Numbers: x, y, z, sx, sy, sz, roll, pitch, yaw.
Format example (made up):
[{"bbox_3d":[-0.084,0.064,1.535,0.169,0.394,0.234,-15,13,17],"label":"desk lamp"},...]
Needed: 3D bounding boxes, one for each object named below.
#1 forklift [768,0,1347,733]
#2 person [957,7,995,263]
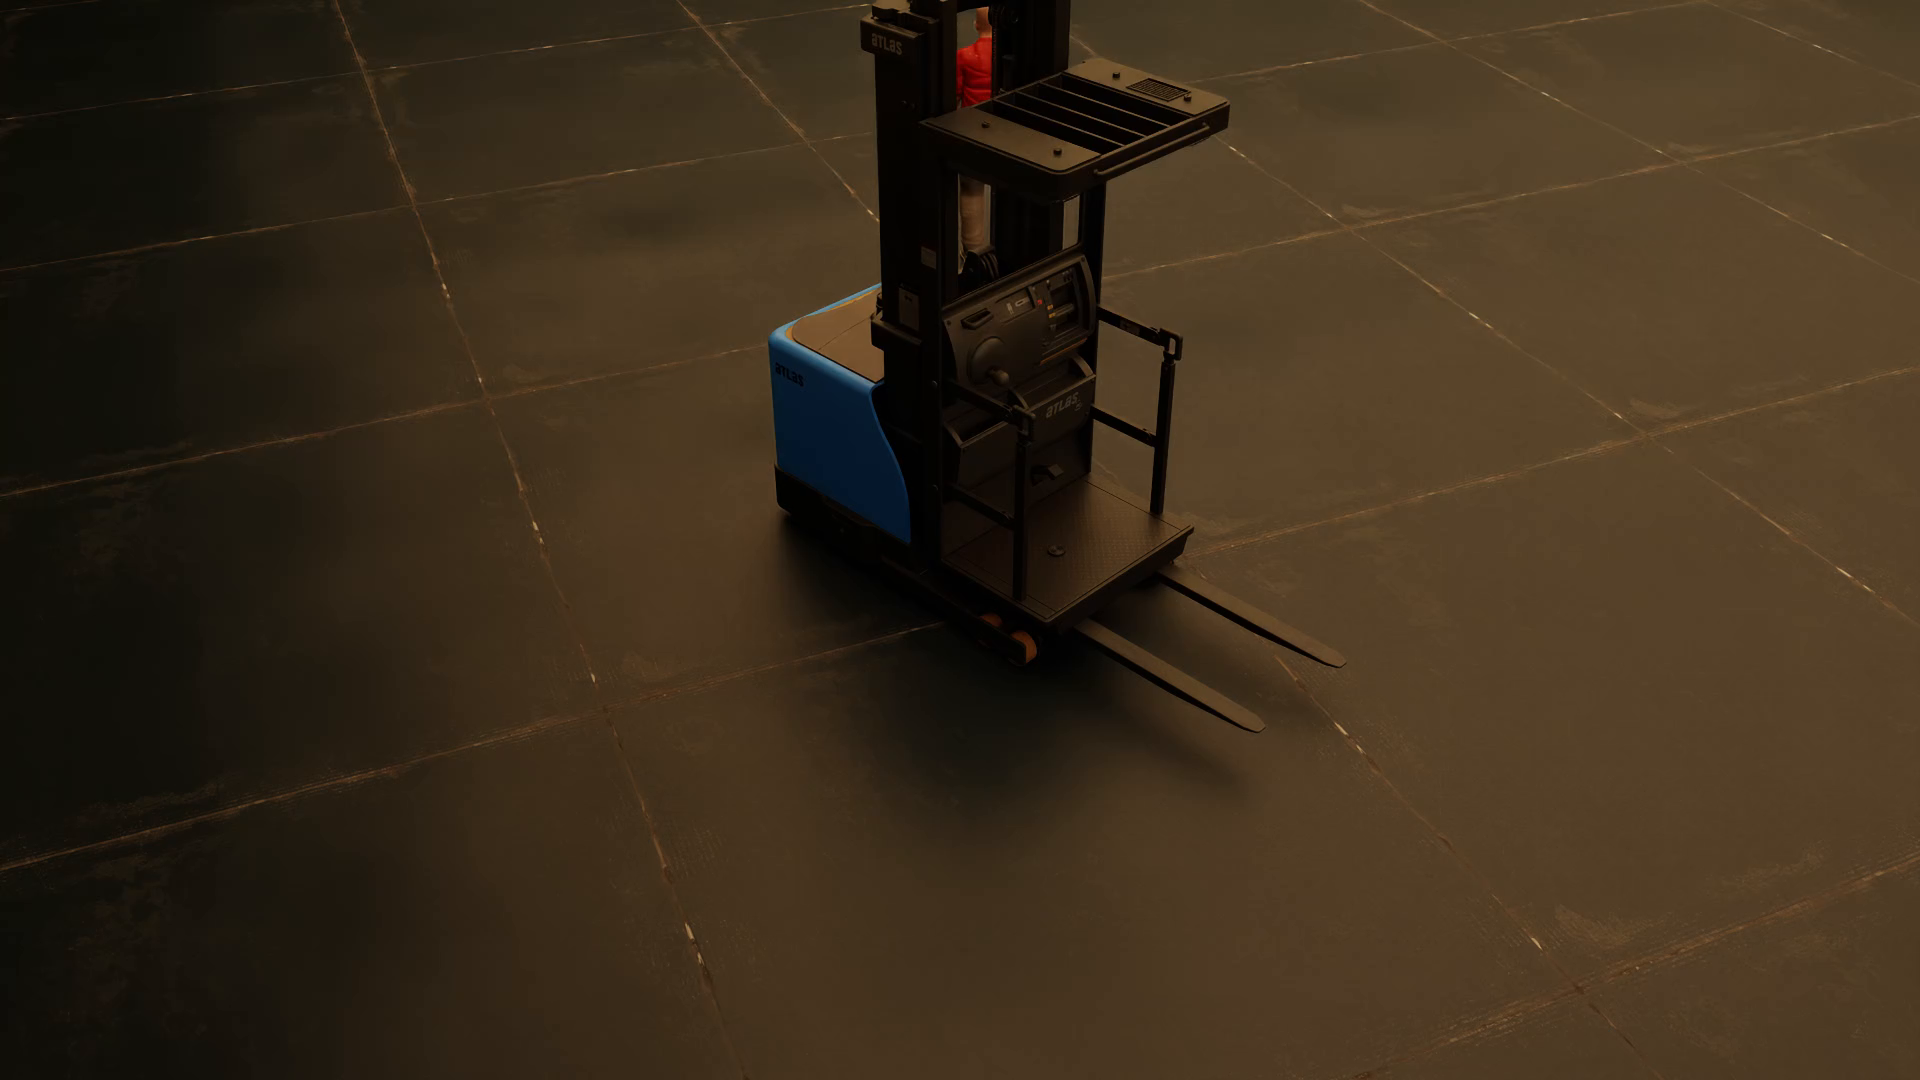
[{"bbox_3d":[0.432,-0.946,7.429,3.031,2.935,1.130,30,45,35],"label":"forklift"},{"bbox_3d":[0.201,-2.596,10.787,0.591,1.726,0.388,3,35,4],"label":"person"}]
